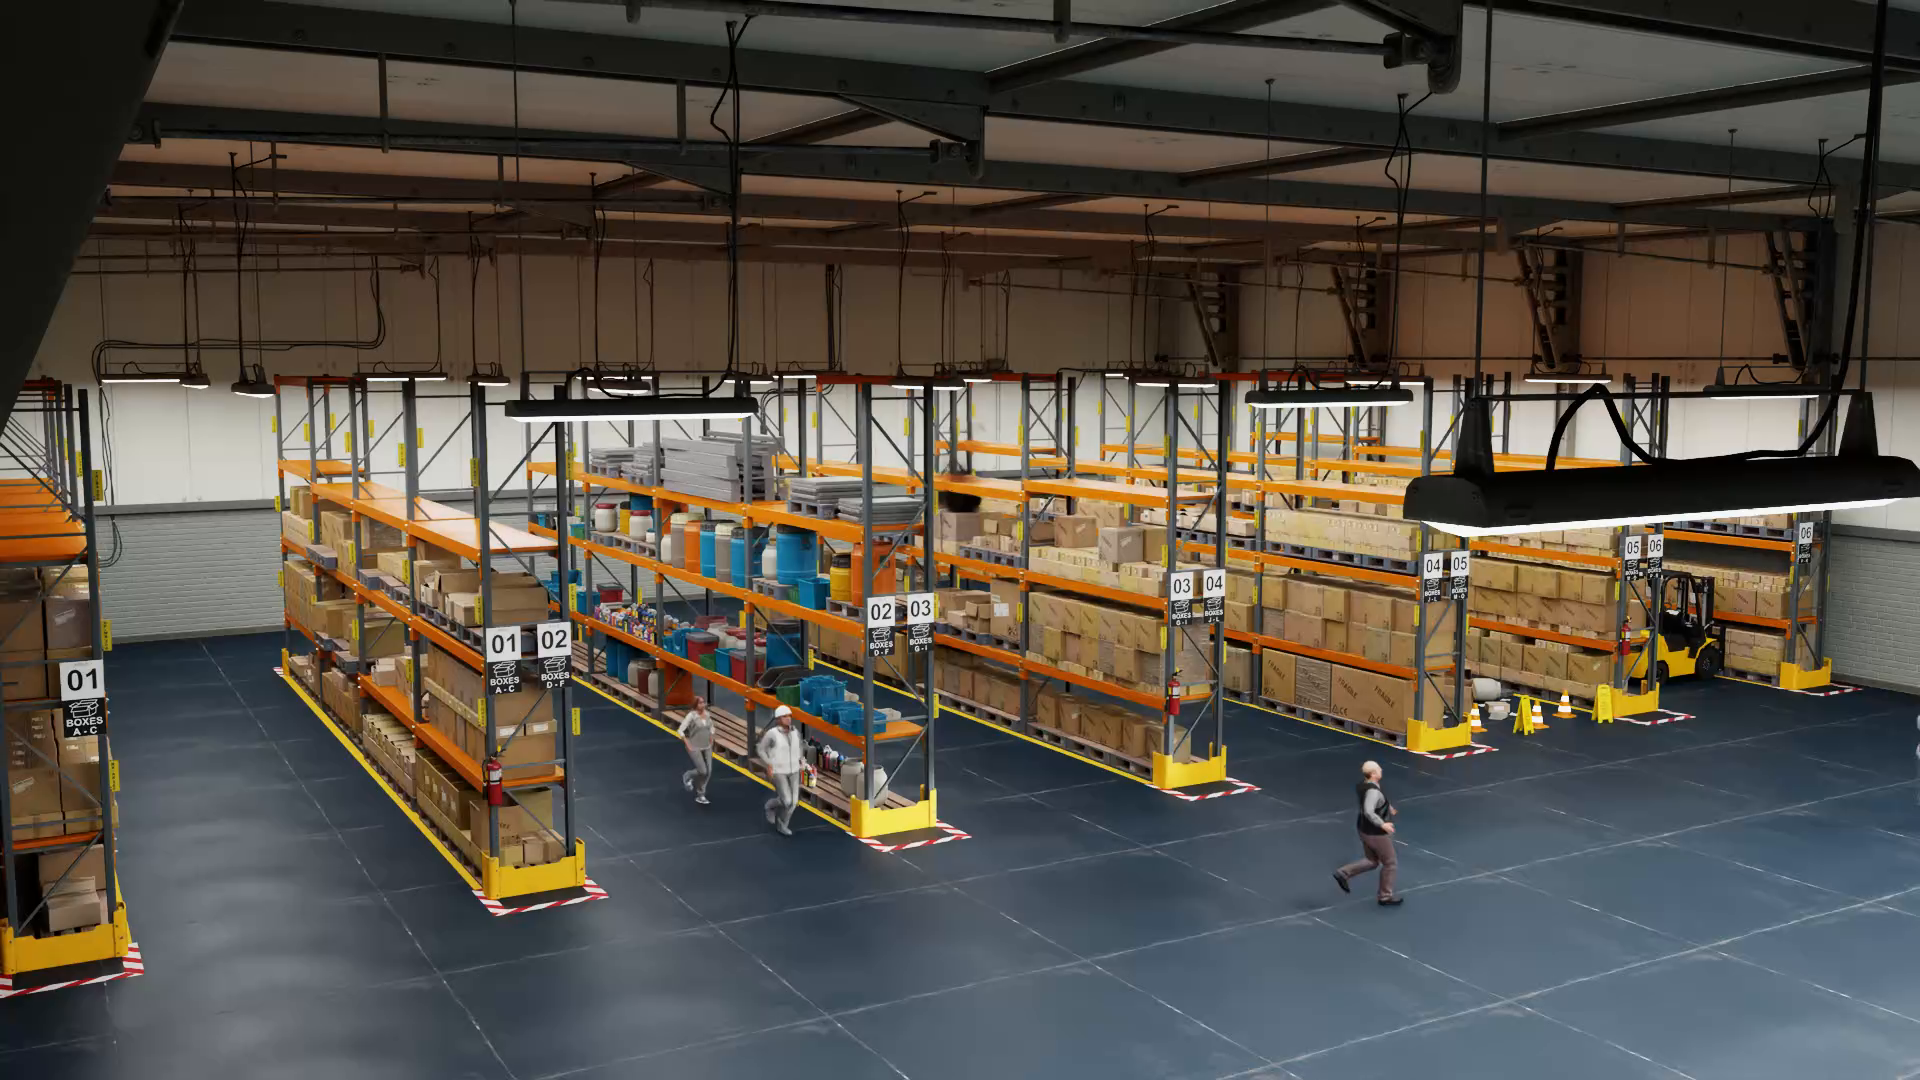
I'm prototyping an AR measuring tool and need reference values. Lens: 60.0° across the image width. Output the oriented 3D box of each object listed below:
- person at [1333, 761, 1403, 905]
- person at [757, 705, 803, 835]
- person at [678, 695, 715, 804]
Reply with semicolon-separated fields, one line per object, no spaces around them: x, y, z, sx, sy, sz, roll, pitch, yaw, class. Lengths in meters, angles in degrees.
4.758;3.392;19.251;0.803;1.687;0.668;0;6;-4;person
-2.333;3.061;22.128;0.646;1.722;0.572;-5;8;-37;person
-3.724;2.972;23.693;0.549;1.552;0.556;-6;9;-44;person
